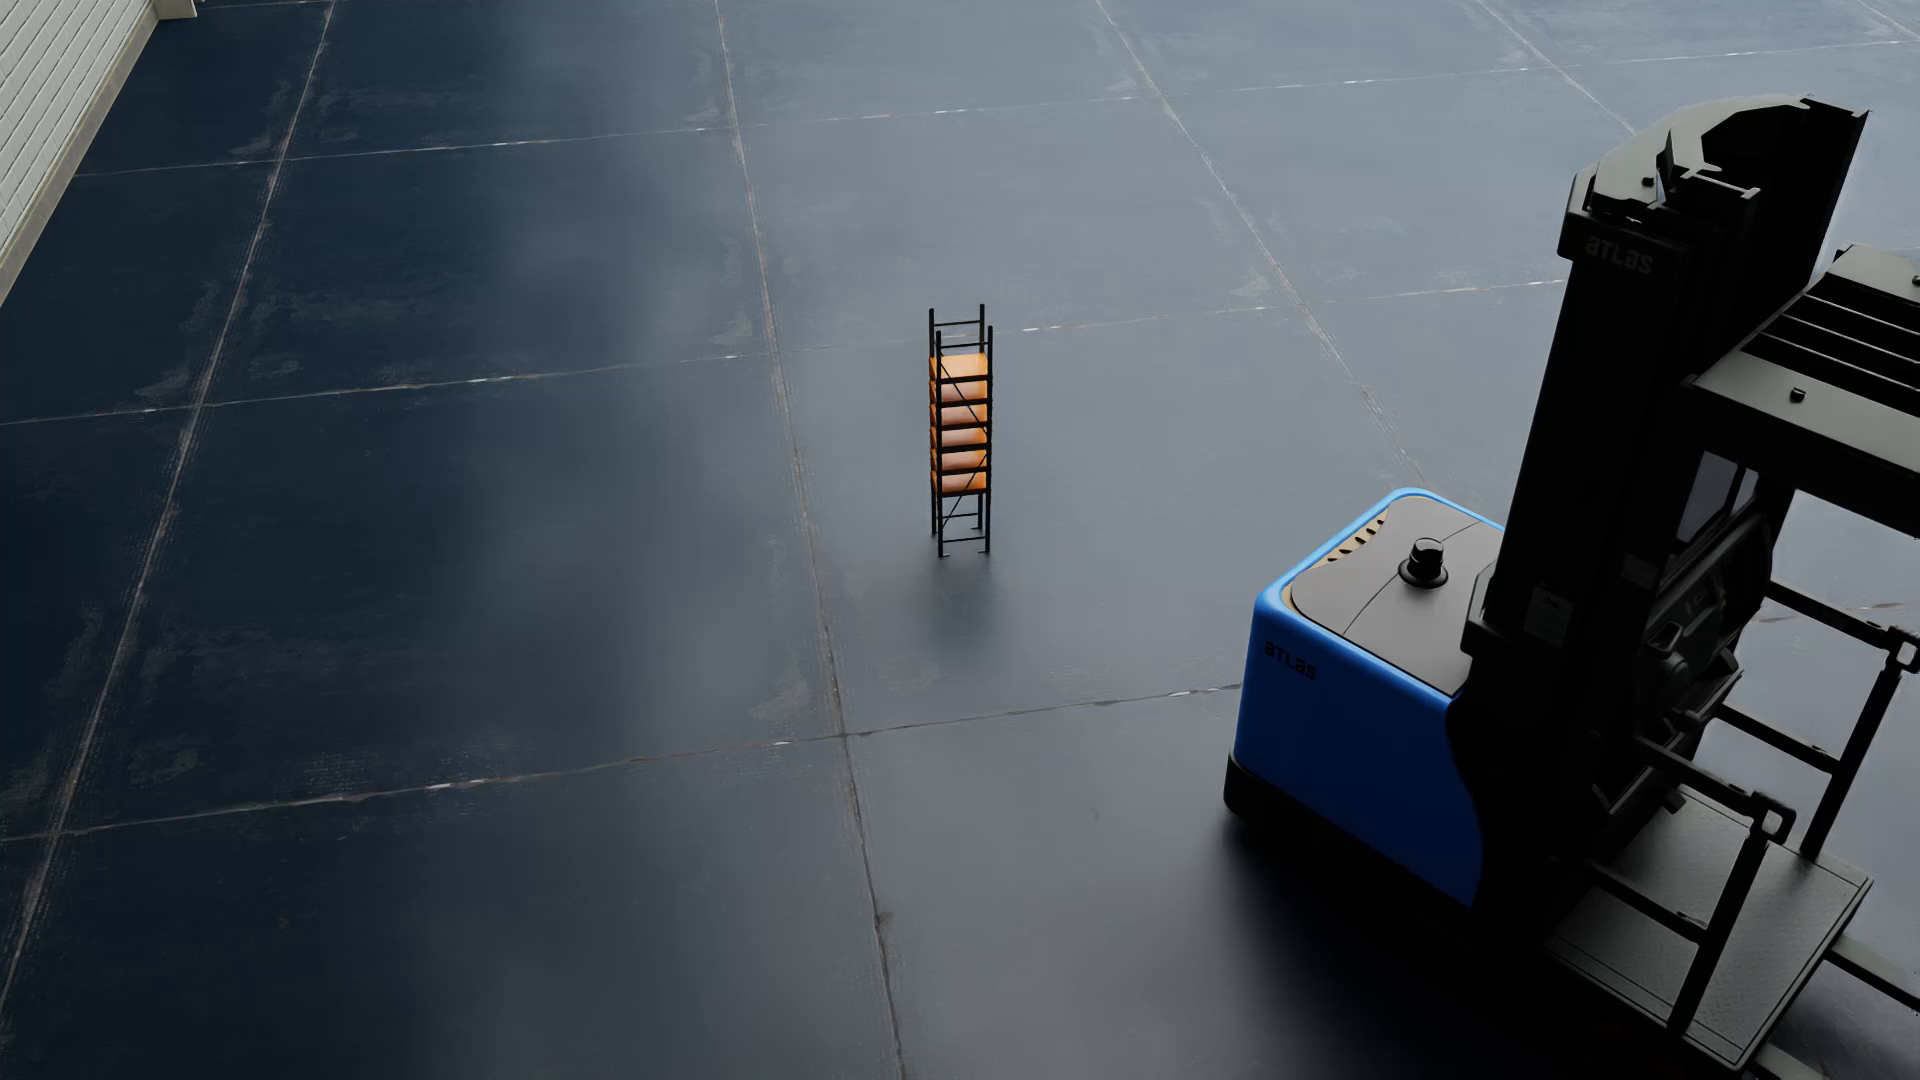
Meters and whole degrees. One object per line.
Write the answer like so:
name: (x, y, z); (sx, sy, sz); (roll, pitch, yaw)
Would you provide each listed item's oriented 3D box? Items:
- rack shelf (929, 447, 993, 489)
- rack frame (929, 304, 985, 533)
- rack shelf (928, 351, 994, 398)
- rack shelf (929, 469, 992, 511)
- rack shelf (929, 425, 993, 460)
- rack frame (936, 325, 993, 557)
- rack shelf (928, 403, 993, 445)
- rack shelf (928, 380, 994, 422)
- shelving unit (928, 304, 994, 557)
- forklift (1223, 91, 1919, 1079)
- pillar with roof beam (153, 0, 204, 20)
rack shelf: (0.003, -0.335, 7.472); (0.258, 0.103, 0.180); (-6, 38, -8)
rack frame: (-0.014, -0.520, 7.442); (0.240, 1.200, 0.006); (-6, 38, -8)
rack shelf: (0.003, -0.714, 7.177); (0.258, 0.103, 0.180); (-6, 38, -8)
rack shelf: (0.003, -0.240, 7.545); (0.258, 0.103, 0.180); (-6, 38, -8)
rack shelf: (0.003, -0.430, 7.398); (0.258, 0.103, 0.180); (-6, 38, -8)
rack frame: (0.019, -0.410, 7.300); (0.240, 1.200, 0.006); (-6, 38, -8)
rack shelf: (0.003, -0.525, 7.324); (0.258, 0.103, 0.180); (-6, 38, -8)
rack shelf: (0.003, -0.620, 7.251); (0.258, 0.103, 0.180); (-6, 38, -8)
shelving unit: (0.003, -0.465, 7.371); (0.258, 1.200, 0.189); (-6, 38, -8)
forklift: (2.411, 0.311, 4.961); (3.031, 2.935, 1.130); (31, 47, 34)
pillar with roof beam: (-1.931, -8.212, 10.985); (9.100, 9.000, 0.400); (-6, 38, -8)
